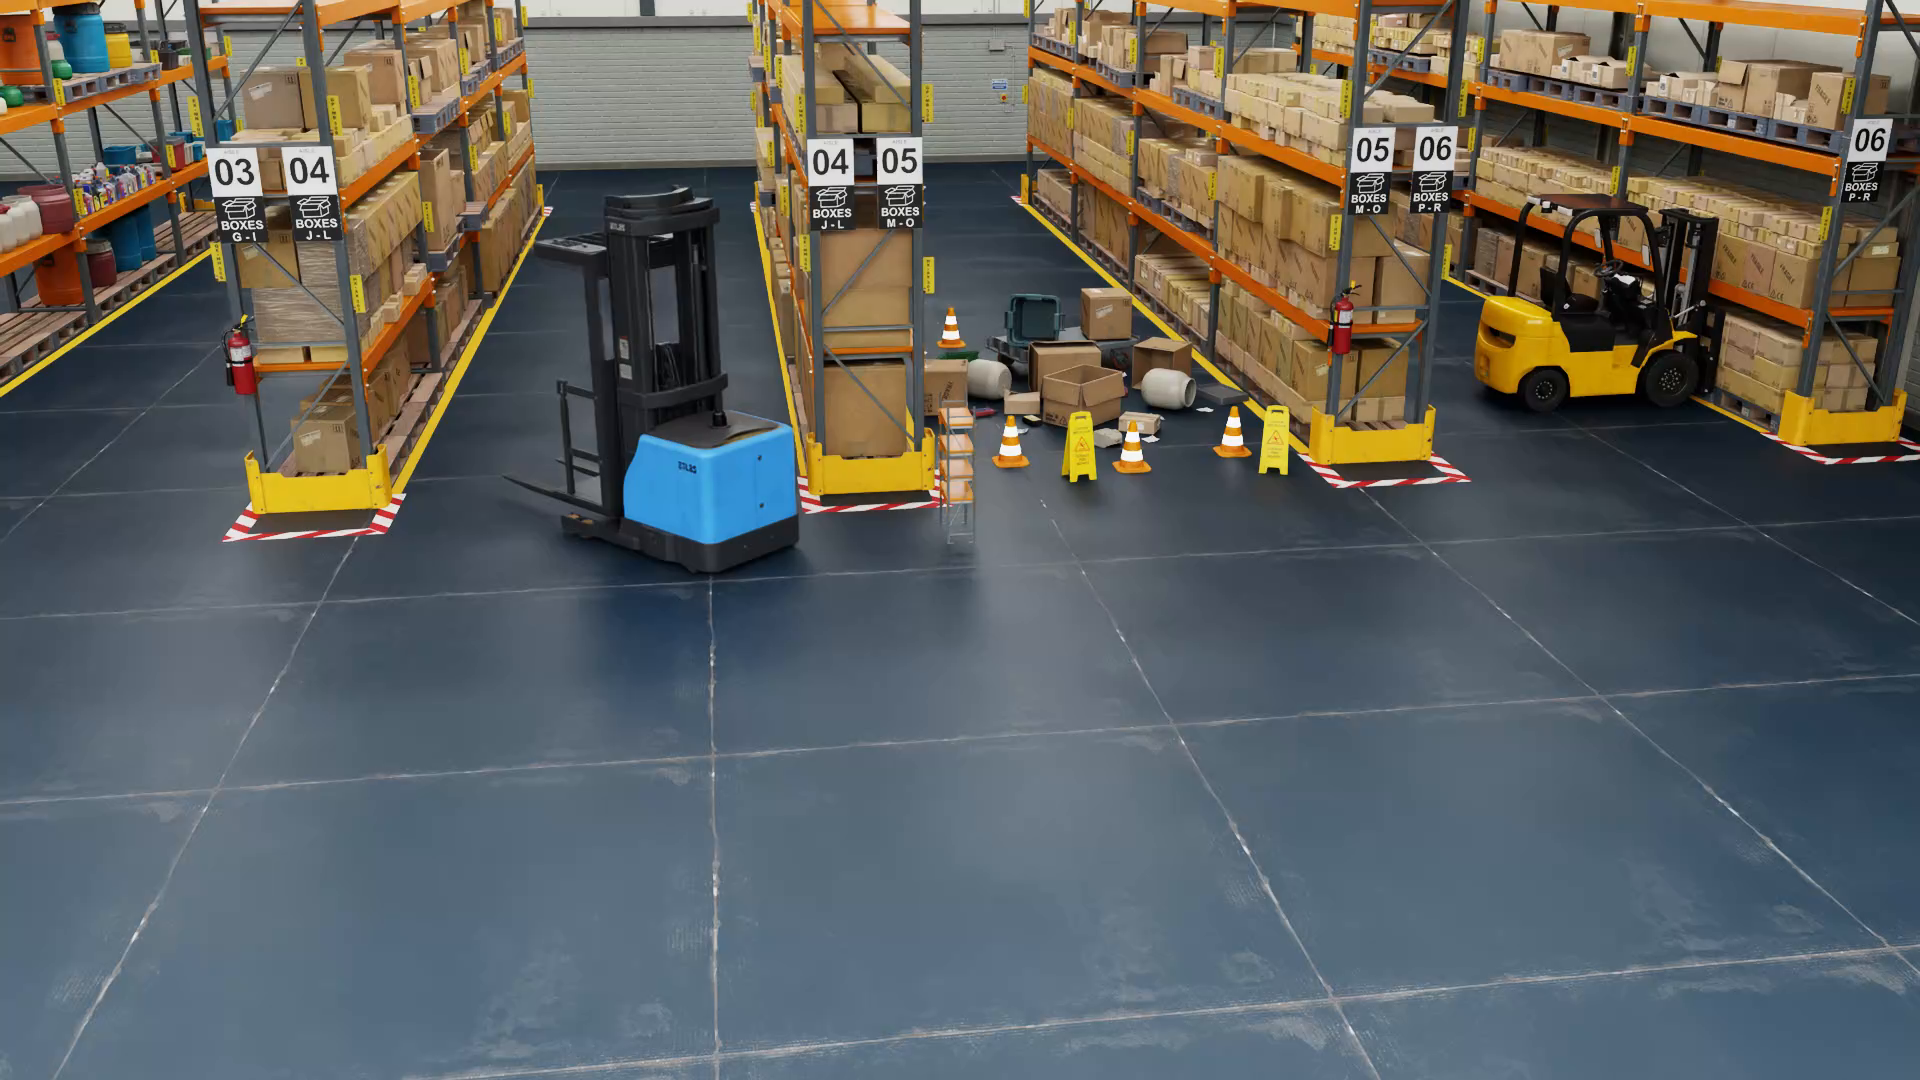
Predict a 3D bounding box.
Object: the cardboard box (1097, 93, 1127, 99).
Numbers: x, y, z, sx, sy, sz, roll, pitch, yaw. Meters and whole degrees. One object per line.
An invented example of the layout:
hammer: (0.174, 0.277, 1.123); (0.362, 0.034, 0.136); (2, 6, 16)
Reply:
cardboard box: (2.492, -7.044, 27.217); (0.500, 0.500, 0.500); (-3, 21, -7)

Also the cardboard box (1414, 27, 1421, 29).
cardboard box: (7.450, -8.088, 26.488); (0.380, 0.149, 0.250); (-3, 21, -7)

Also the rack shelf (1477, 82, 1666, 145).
rack shelf: (8.097, -5.594, 21.648); (1.077, 0.370, 4.000); (-3, 21, -8)

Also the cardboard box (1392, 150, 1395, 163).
cardboard box: (4.198, -3.702, 15.913); (0.380, 0.149, 0.250); (-4, 21, -9)

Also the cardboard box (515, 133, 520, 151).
cardboard box: (-7.441, -6.448, 26.983); (0.500, 0.250, 0.500); (-2, 21, -6)

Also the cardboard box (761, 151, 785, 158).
cardboard box: (-2.544, -5.274, 22.957); (0.380, 0.149, 0.250); (-3, 21, -8)

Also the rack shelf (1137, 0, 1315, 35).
rack shelf: (3.186, -6.560, 20.519); (1.077, 0.370, 4.000); (-3, 21, -8)

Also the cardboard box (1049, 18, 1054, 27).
cardboard box: (1.898, -9.164, 29.649); (0.500, 0.250, 0.500); (-5, 21, -13)

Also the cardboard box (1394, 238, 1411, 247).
cardboard box: (4.179, -2.740, 16.698); (0.500, 0.500, 0.500); (-2, 21, -6)

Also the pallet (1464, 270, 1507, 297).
pallet: (7.889, -3.625, 23.620); (1.003, 0.211, 1.213); (-3, 21, -8)

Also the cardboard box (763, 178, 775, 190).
cardboard box: (-2.512, -4.909, 22.831); (0.380, 0.149, 0.250); (-3, 21, -7)

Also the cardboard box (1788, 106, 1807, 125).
cardboard box: (8.542, -4.251, 16.640); (0.380, 0.149, 0.250); (-4, 21, -9)

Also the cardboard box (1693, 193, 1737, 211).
cardboard box: (8.402, -3.756, 18.491); (0.380, 0.149, 0.250); (-3, 21, -8)

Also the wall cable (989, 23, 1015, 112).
wall cable: (0.908, -10.178, 35.684); (0.585, 1.953, 0.123); (-3, 21, -8)

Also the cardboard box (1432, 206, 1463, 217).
cardboard box: (7.430, -4.986, 25.325); (0.380, 0.149, 0.250); (-2, 21, -6)

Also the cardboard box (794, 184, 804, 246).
cardboard box: (-1.254, -3.365, 17.182); (0.875, 0.550, 0.550); (-3, 21, -8)

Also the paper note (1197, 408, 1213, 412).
paper note: (2.652, -1.410, 17.948); (0.142, 0.019, 0.148); (-11, 23, -26)

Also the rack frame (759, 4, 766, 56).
rack frame: (-2.563, -8.877, 25.123); (1.000, 3.000, 0.127); (-3, 21, -8)

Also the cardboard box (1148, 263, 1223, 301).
cardboard box: (3.083, -3.481, 22.405); (0.950, 0.372, 0.625); (-3, 21, -9)

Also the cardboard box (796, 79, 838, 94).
cardboard box: (-1.289, -4.092, 15.073); (0.380, 0.149, 0.250); (-3, 21, -7)

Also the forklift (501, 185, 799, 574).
forklift: (-2.810, -1.509, 14.066); (3.031, 2.935, 1.130); (16, 26, 37)

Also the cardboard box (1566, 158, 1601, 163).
cardboard box: (8.365, -5.031, 22.329); (0.380, 0.149, 0.250); (-3, 21, -9)

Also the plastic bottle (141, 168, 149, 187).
plastic bottle: (-11.957, -5.297, 24.290); (0.152, 0.276, 0.135); (-3, 21, -8)

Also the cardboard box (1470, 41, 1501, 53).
cardboard box: (7.467, -6.984, 23.559); (0.380, 0.149, 0.250); (-2, 21, -6)

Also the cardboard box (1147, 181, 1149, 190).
cardboard box: (2.768, -4.824, 22.605); (0.380, 0.149, 0.250); (-4, 21, -11)

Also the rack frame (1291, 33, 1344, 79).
rack frame: (6.656, -7.988, 31.317); (1.000, 3.000, 0.127); (-3, 21, -8)

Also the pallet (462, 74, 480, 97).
pallet: (-7.054, -6.004, 21.987); (1.213, 0.211, 1.003); (-2, 21, -5)

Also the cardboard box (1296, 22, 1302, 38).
cardboard box: (6.449, -9.295, 30.318); (0.500, 0.250, 0.500); (-3, 21, -8)

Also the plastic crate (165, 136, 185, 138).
plastic crate: (-13.159, -6.607, 27.771); (0.416, 0.233, 0.300); (-3, 21, -8)

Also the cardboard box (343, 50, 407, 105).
cardboard box: (-6.015, -4.765, 17.116); (0.500, 0.500, 0.500); (-4, 21, -9)

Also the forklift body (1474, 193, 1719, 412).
forklift body: (6.883, -2.616, 18.145); (2.313, 2.155, 1.214); (-3, 21, -8)

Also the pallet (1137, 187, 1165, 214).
pallet: (3.106, -4.636, 22.615); (1.213, 0.211, 1.003); (-3, 21, -8)

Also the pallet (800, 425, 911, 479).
pallet: (-1.026, -0.879, 16.268); (1.003, 0.211, 1.213); (-3, 21, -8)

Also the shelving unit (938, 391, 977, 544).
shelving unit: (-0.024, -0.619, 14.160); (0.258, 1.200, 0.503); (-3, 21, -8)

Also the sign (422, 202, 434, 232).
sign: (-5.797, -3.518, 18.110); (0.100, 0.325, 0.005); (-3, 21, -8)

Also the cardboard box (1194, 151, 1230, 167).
cardboard box: (3.072, -4.655, 20.297); (0.380, 0.149, 0.250); (-4, 21, -9)

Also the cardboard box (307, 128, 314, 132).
cardboard box: (-6.278, -3.847, 15.587); (0.380, 0.149, 0.250); (-4, 21, -11)

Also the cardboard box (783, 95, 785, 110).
cardboard box: (-1.694, -4.685, 17.802); (0.380, 0.149, 0.250); (-3, 21, -9)

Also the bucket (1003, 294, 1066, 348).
bucket: (0.891, -2.545, 19.249); (0.726, 0.611, 0.620); (4, 11, 11)

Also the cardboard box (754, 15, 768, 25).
cardboard box: (-3.298, -8.813, 28.169); (0.380, 0.149, 0.250); (-3, 21, -7)

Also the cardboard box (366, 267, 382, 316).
cardboard box: (-6.028, -2.417, 15.834); (0.875, 0.500, 0.500); (-3, 21, -8)

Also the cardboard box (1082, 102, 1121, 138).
cardboard box: (2.201, -6.525, 25.828); (0.500, 0.500, 0.500); (-3, 21, -8)

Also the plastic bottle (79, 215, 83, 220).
plastic bottle: (-11.553, -4.325, 21.687); (0.152, 0.276, 0.135); (-3, 21, -8)

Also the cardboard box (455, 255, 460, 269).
cardboard box: (-6.783, -3.623, 21.501); (0.500, 0.250, 0.500); (-2, 21, -6)

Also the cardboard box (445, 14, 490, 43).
cardboard box: (-7.731, -8.002, 26.180); (0.700, 0.500, 0.500); (-2, 21, -5)

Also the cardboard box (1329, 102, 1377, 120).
cardboard box: (3.711, -4.051, 15.709); (0.380, 0.149, 0.250); (-3, 21, -7)

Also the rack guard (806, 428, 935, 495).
rack guard: (-0.830, -0.733, 15.464); (1.175, 0.500, 0.348); (-3, 21, -8)

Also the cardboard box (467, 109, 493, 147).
cardboard box: (-7.385, -6.148, 24.813); (0.797, 0.503, 0.637); (-3, 21, -9)

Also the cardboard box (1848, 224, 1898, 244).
cardboard box: (9.125, -3.066, 16.642); (0.380, 0.149, 0.250); (-3, 21, -9)

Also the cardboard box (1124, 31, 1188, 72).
cardboard box: (2.694, -6.740, 22.940); (0.797, 0.503, 0.637); (-4, 21, -11)

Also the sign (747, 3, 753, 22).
sign: (-3.676, -9.239, 29.130); (0.100, 0.325, 0.005); (-3, 21, -8)

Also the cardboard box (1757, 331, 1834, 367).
cardboard box: (8.587, -1.969, 17.102); (0.500, 0.250, 0.500); (-2, 21, -6)

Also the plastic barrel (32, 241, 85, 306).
plastic barrel: (-11.898, -3.566, 21.978); (0.600, 0.830, 0.708); (-3, 21, -8)

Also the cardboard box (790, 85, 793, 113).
cardboard box: (-1.395, -4.307, 16.220); (0.500, 0.250, 0.500); (-3, 21, -7)

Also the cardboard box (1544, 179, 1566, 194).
cardboard box: (7.912, -4.510, 21.503); (0.500, 0.250, 0.500); (-3, 21, -7)

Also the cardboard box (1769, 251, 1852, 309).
cardboard box: (8.631, -2.653, 16.888); (0.500, 0.500, 0.500); (-3, 21, -9)

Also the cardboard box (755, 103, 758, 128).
cardboard box: (-3.348, -7.469, 29.358); (0.500, 0.500, 0.500); (-2, 21, -5)
